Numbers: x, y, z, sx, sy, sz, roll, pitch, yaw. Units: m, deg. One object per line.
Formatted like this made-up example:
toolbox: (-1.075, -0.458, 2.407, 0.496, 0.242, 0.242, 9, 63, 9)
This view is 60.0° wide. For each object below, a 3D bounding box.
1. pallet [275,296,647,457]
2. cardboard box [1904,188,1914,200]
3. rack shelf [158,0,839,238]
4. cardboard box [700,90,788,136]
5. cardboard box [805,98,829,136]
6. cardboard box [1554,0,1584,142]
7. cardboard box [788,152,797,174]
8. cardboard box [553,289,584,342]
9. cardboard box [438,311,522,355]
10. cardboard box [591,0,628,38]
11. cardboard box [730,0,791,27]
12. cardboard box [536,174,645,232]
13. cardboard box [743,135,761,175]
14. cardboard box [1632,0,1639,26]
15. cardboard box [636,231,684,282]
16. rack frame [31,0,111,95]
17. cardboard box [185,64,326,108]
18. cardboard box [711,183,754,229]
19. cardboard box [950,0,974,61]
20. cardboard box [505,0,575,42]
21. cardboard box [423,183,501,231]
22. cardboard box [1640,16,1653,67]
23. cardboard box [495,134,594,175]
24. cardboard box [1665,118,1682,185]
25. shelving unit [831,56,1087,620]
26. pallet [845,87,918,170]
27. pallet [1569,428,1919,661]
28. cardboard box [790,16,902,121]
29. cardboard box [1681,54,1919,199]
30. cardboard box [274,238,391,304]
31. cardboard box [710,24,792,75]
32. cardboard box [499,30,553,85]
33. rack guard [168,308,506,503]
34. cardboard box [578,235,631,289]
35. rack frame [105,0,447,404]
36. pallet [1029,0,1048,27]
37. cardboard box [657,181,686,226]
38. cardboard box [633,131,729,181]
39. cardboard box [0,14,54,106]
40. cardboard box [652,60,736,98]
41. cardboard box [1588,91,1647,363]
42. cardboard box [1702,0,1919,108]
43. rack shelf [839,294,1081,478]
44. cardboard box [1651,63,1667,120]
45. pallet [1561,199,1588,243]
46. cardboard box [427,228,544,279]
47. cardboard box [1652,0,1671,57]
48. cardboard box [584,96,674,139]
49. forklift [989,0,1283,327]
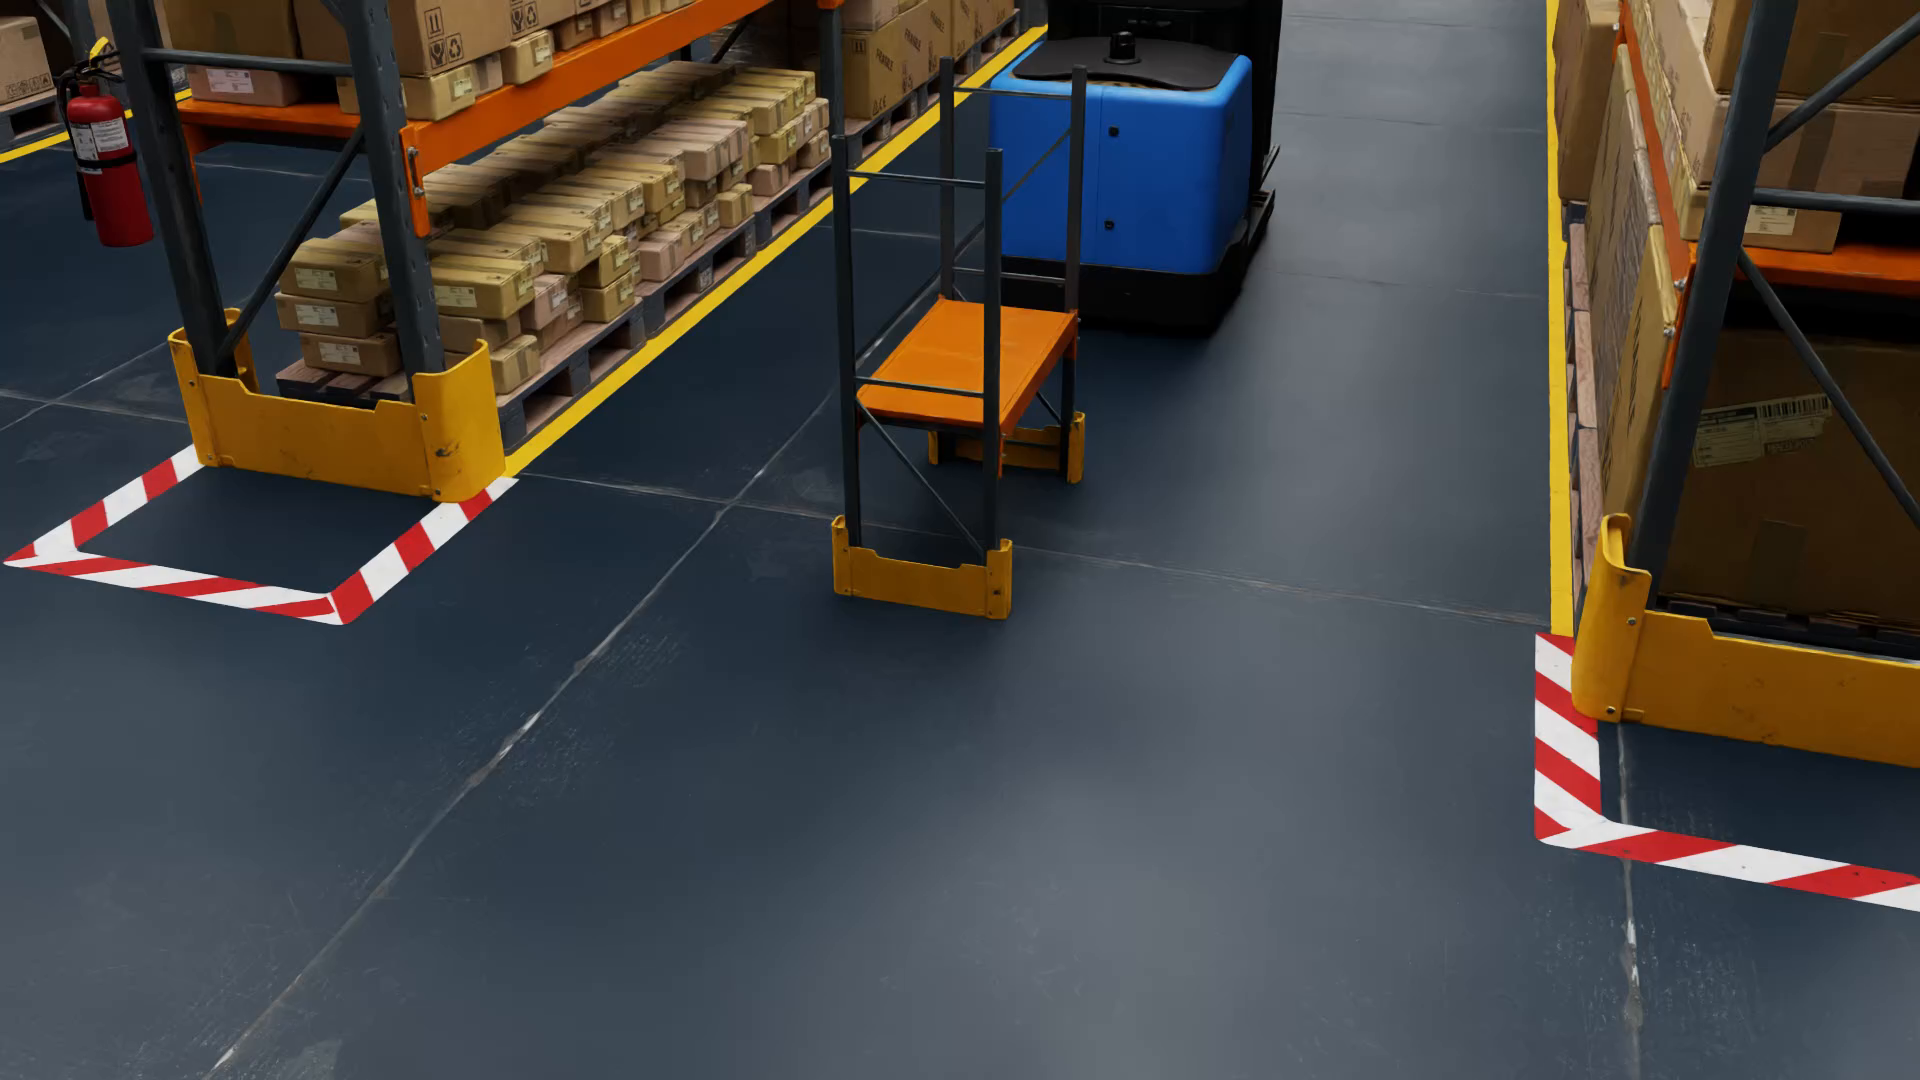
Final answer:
pallet: (-2.020, -0.752, 6.884, 1.003, 0.211, 1.213, 8, 30, 15)
cardboard box: (2.966, -1.054, 4.818, 0.380, 0.149, 0.250, 8, 30, 14)
rack shelf: (-1.728, -2.177, 7.318, 1.077, 0.370, 4.000, 8, 30, 15)
cardboard box: (-1.099, -2.175, 8.463, 0.380, 0.149, 0.250, 8, 30, 14)
cardboard box: (-0.929, -2.297, 8.988, 0.380, 0.149, 0.250, 9, 30, 16)
cardboard box: (4.002, -2.637, 9.159, 1.225, 0.875, 0.875, 7, 30, 13)
cardboard box: (-1.086, -2.019, 8.795, 0.380, 0.149, 0.250, 9, 30, 16)
cardboard box: (-1.790, -0.947, 6.868, 0.380, 0.149, 0.250, 9, 30, 15)
cardboard box: (-1.915, -0.837, 6.363, 0.380, 0.149, 0.250, 10, 31, 17)
cardboard box: (-1.593, -2.171, 6.826, 0.380, 0.149, 0.250, 8, 30, 14)
cardboard box: (-1.164, -3.222, 9.825, 0.500, 0.250, 0.500, 8, 30, 14)
cardboard box: (-1.590, -1.454, 7.166, 0.380, 0.149, 0.250, 10, 31, 17)
cardboard box: (-1.226, -1.940, 8.346, 0.380, 0.149, 0.250, 9, 30, 15)
cardboard box: (3.013, -2.222, 6.917, 0.380, 0.149, 0.250, 9, 30, 17)
cardboard box: (-1.470, -1.286, 7.477, 0.380, 0.149, 0.250, 7, 30, 12)
rack frame: (-5.902, -4.081, 10.000, 1.000, 3.000, 0.127, 8, 30, 15)
cardboard box: (-2.489, -1.644, 5.879, 0.380, 0.149, 0.250, 9, 30, 15)
cardboard box: (-1.234, -1.647, 8.126, 0.380, 0.149, 0.250, 8, 30, 15)
cardboard box: (-0.205, -3.539, 11.166, 0.500, 0.500, 0.500, 7, 30, 13)
cardboard box: (-1.786, -2.158, 6.134, 0.500, 0.500, 0.500, 9, 30, 15)
cardboard box: (-2.182, -1.400, 7.071, 0.380, 0.149, 0.250, 7, 30, 13)
cardboard box: (2.787, -1.864, 6.274, 0.380, 0.149, 0.250, 9, 30, 15)
cardboard box: (-1.923, -1.766, 7.727, 0.380, 0.149, 0.250, 9, 30, 15)
cardboard box: (2.337, -1.148, 4.987, 0.380, 0.149, 0.250, 9, 30, 15)
shelving unit: (0.022, -0.691, 5.449, 0.587, 1.500, 1.083, 8, 30, 15)
pallet: (-0.913, -2.565, 10.143, 1.003, 0.211, 1.213, 8, 30, 15)
pallet: (2.557, 0.028, 5.482, 1.003, 0.211, 1.213, 8, 30, 15)
cardboard box: (-0.670, -2.818, 9.869, 0.500, 0.500, 0.500, 10, 31, 17)
cardboard box: (2.286, -1.135, 4.553, 0.500, 0.250, 0.500, 8, 30, 14)
cardboard box: (-2.401, -1.042, 6.426, 0.380, 0.149, 0.250, 9, 30, 15)
cardboard box: (-1.164, -2.892, 10.003, 0.500, 0.500, 0.500, 8, 30, 14)
cardboard box: (-1.741, -1.798, 6.155, 0.380, 0.149, 0.250, 8, 30, 13)
rack guard: (-2.292, -0.505, 6.144, 1.175, 0.500, 0.348, 8, 30, 15)
cardboard box: (-1.615, -1.186, 6.991, 0.380, 0.149, 0.250, 9, 30, 16)
rack frame: (-2.315, -1.562, 5.473, 1.000, 3.000, 0.127, 8, 30, 15)
pallet: (0.337, -4.417, 13.473, 1.003, 0.211, 1.213, 8, 30, 15)
cardboard box: (-1.499, -1.579, 7.698, 0.380, 0.149, 0.250, 10, 31, 17)
cardboard box: (-1.309, -1.800, 7.788, 0.380, 0.149, 0.250, 7, 30, 13)
cardboard box: (-6.189, -2.868, 10.023, 0.875, 0.438, 0.875, 8, 30, 14)
cardboard box: (-1.440, -2.488, 9.026, 0.380, 0.149, 0.250, 10, 31, 17)
cardboard box: (3.037, -1.208, 6.589, 0.875, 0.875, 0.875, 8, 30, 15)
cardboard box: (2.289, -1.464, 4.372, 0.500, 0.500, 0.500, 9, 30, 15)
rack shelf: (0.025, -0.538, 5.544, 0.538, 0.185, 1.000, 8, 30, 15)
cardboard box: (2.561, -1.506, 5.630, 0.380, 0.149, 0.250, 9, 30, 15)
pallet: (3.726, -1.817, 8.800, 1.003, 0.211, 1.213, 8, 30, 15)
cardboard box: (-1.870, -1.100, 6.531, 0.380, 0.149, 0.250, 9, 30, 16)
cardboard box: (2.733, -1.850, 5.838, 0.500, 0.250, 0.500, 9, 30, 15)
cardboard box: (-1.659, -2.120, 8.364, 0.380, 0.149, 0.250, 8, 30, 14)
forklift: (1.031, -2.916, 7.976, 1.130, 2.935, 3.031, 8, 30, 15)
